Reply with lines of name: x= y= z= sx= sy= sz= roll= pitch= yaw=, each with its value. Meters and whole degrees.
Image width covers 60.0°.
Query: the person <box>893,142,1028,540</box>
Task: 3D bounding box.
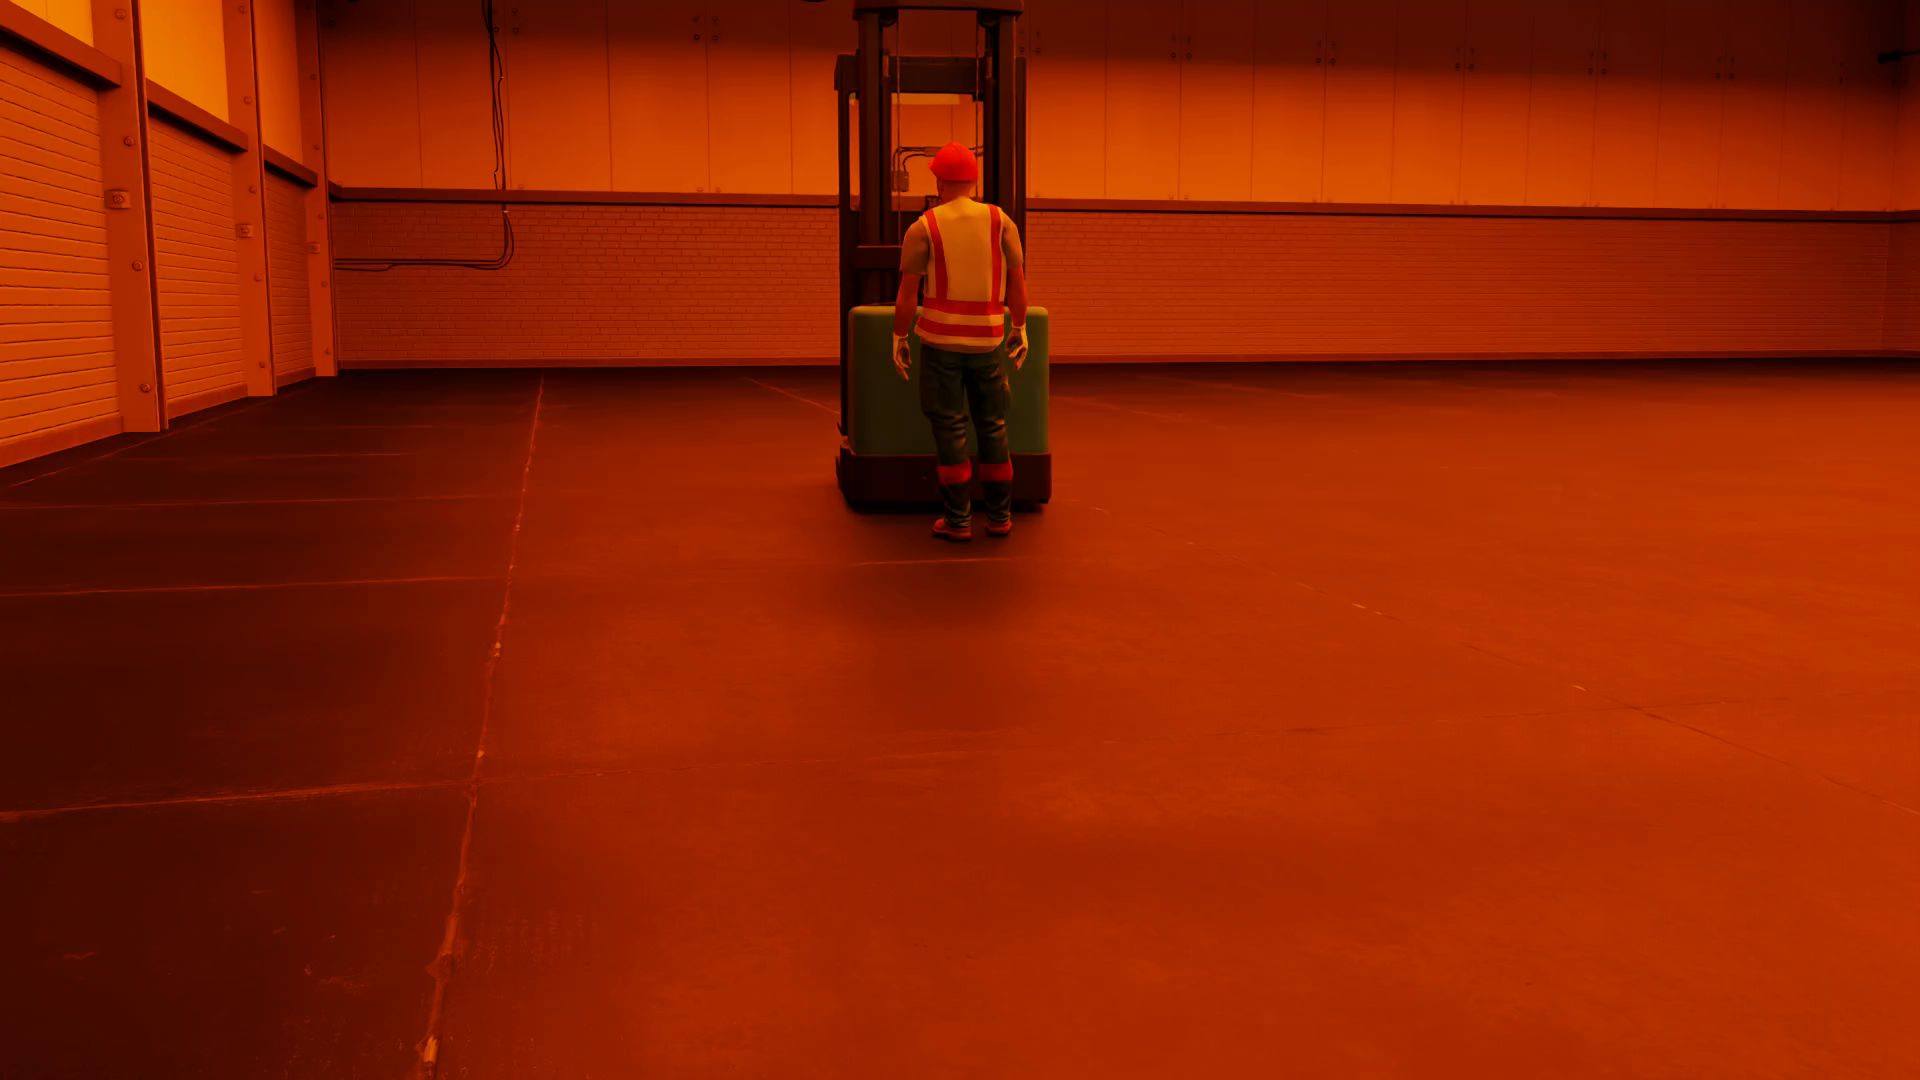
person: x=-0.007 y=-0.905 z=7.663 sx=0.637 sy=1.790 sz=0.562 roll=-2 pitch=8 yaw=-13

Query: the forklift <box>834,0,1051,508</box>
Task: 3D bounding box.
forklift: x=-0.186 y=-1.792 z=9.935 sx=1.130 sy=2.935 sz=3.031 roll=-1 pitch=8 yaw=-6
